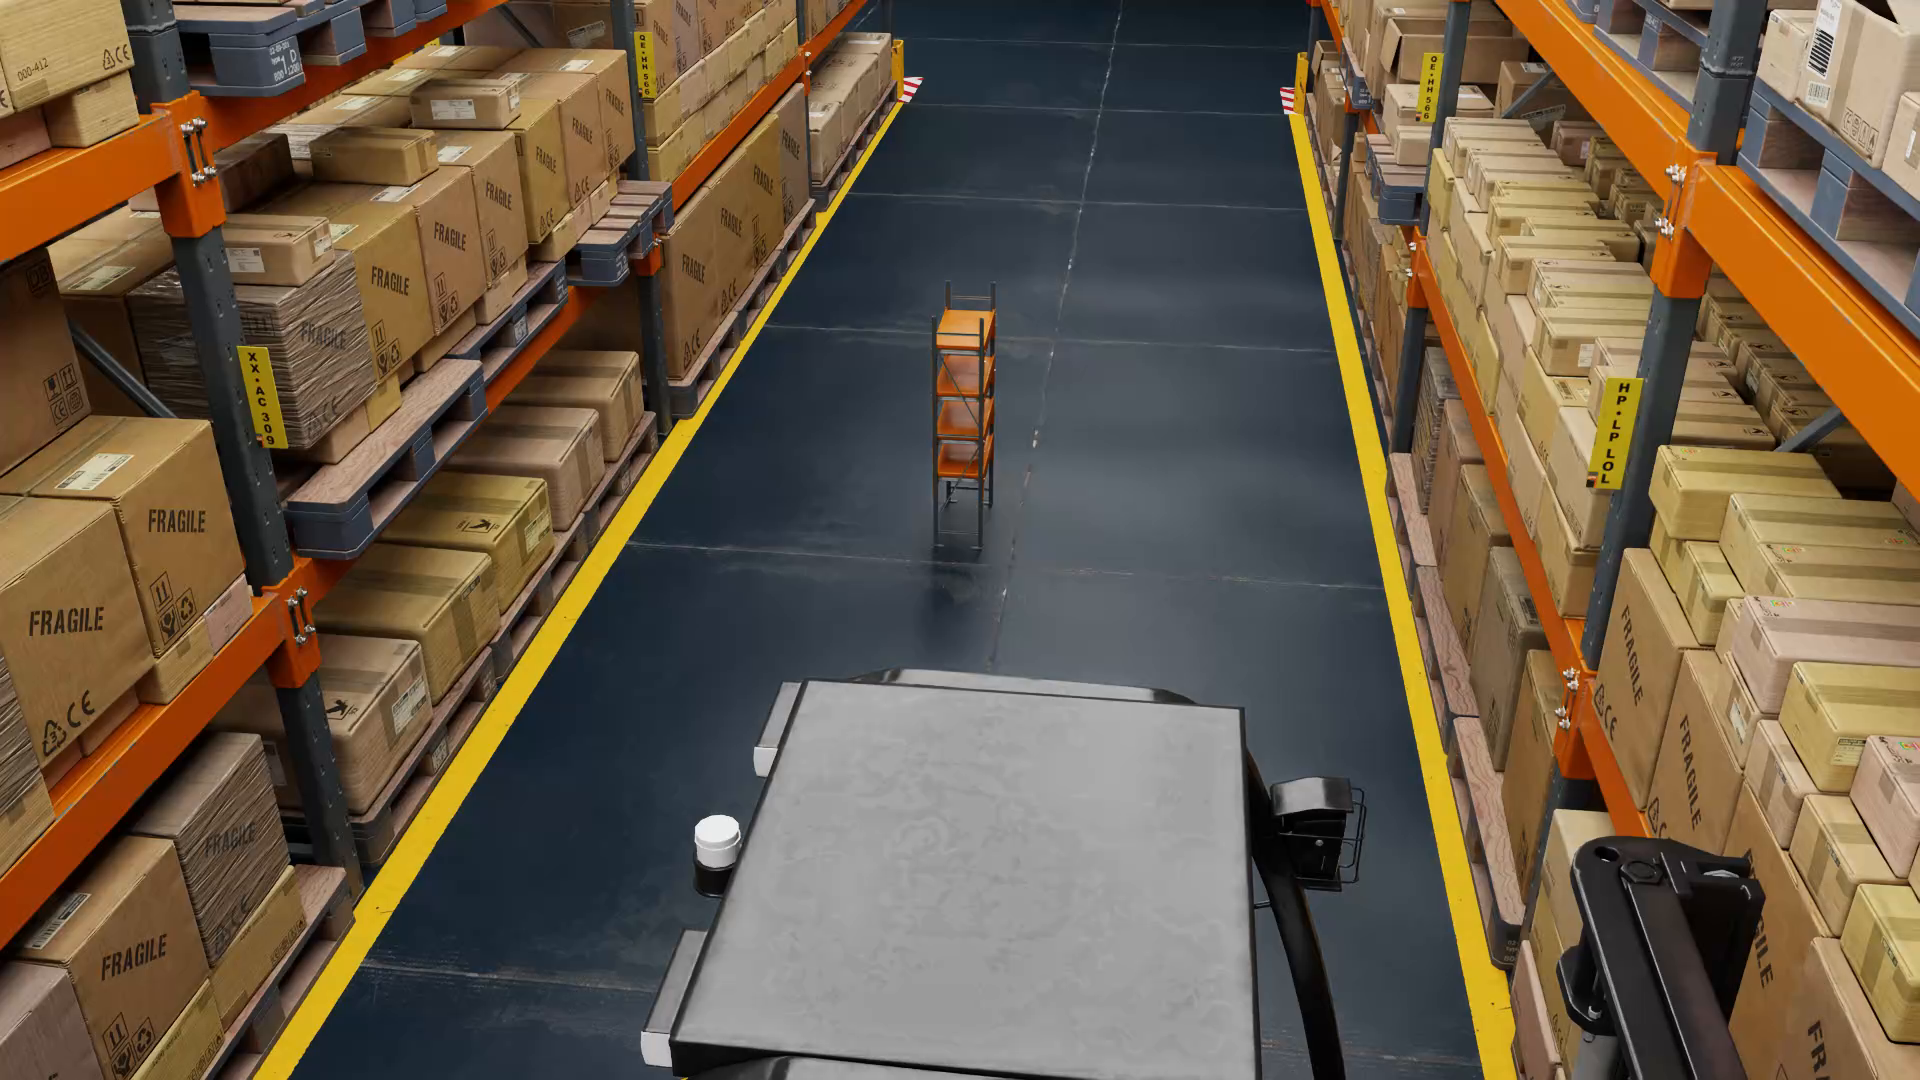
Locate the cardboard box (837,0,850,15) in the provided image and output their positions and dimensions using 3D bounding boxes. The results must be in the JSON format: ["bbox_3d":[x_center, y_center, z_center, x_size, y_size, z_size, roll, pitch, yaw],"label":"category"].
[{"bbox_3d":[-1.191,-4.556,13.438,0.500,0.500,0.500,4,29,7],"label":"cardboard box"}]

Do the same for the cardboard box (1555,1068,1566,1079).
[{"bbox_3d":[1.870,1.691,4.405,0.500,0.250,0.500,3,28,5],"label":"cardboard box"}]

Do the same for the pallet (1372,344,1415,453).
[{"bbox_3d":[2.924,-0.788,9.490,1.003,0.211,1.213,3,28,6],"label":"pallet"}]

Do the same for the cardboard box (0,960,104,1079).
[{"bbox_3d":[-2.550,1.399,4.156,0.500,0.500,0.500,5,29,9],"label":"cardboard box"}]

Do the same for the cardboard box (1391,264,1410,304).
[{"bbox_3d":[2.607,-1.414,9.220,0.380,0.149,0.250,2,28,4],"label":"cardboard box"}]

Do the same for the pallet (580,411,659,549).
[{"bbox_3d":[-2.229,-0.358,8.691,1.003,0.211,1.213,3,28,6],"label":"pallet"}]

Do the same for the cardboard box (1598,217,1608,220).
[{"bbox_3d":[2.890,-1.116,6.790,0.500,0.250,0.500,3,28,6],"label":"cardboard box"}]

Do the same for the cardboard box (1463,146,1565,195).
[{"bbox_3d":[2.426,-1.615,7.295,0.380,0.149,0.250,4,29,8],"label":"cardboard box"}]

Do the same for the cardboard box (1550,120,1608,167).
[{"bbox_3d":[2.956,-1.831,7.697,0.380,0.149,0.250,4,29,8],"label":"cardboard box"}]

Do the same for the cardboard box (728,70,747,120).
[{"bbox_3d":[-1.650,-2.824,10.488,0.500,0.250,0.500,3,28,6],"label":"cardboard box"}]

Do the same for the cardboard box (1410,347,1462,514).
[{"bbox_3d":[2.705,-0.513,8.100,0.875,0.625,0.625,4,29,8],"label":"cardboard box"}]

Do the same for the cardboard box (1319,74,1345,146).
[{"bbox_3d":[3.299,-3.591,13.945,0.500,0.500,0.500,4,29,7],"label":"cardboard box"}]

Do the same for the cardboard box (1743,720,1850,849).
[{"bbox_3d":[1.833,0.503,3.364,0.380,0.149,0.250,3,28,6],"label":"cardboard box"}]

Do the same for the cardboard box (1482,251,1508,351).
[{"bbox_3d":[2.316,-0.903,6.394,0.500,0.250,0.500,4,29,7],"label":"cardboard box"}]

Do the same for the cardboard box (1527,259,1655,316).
[{"bbox_3d":[2.253,-0.890,5.950,0.380,0.149,0.250,4,29,7],"label":"cardboard box"}]

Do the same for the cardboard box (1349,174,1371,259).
[{"bbox_3d":[2.947,-2.168,11.304,0.500,0.500,0.500,3,28,6],"label":"cardboard box"}]

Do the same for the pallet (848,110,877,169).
[{"bbox_3d":[-1.324,-3.537,14.594,1.003,0.211,1.213,3,28,6],"label":"pallet"}]

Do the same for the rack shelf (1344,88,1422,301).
[{"bbox_3d":[3.040,-2.291,10.098,1.077,0.370,4.000,3,28,6],"label":"rack shelf"}]

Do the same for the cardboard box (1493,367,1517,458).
[{"bbox_3d":[2.254,-0.439,6.060,0.500,0.250,0.500,4,29,7],"label":"cardboard box"}]

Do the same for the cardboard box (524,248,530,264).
[{"bbox_3d":[-2.101,-1.248,7.226,0.380,0.149,0.250,4,29,7],"label":"cardboard box"}]

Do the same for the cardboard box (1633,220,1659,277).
[{"bbox_3d":[2.787,-1.107,6.353,0.380,0.149,0.250,4,29,8],"label":"cardboard box"}]

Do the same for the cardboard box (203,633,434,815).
[{"bbox_3d":[-2.560,0.655,6.200,0.950,0.372,0.625,4,29,7],"label":"cardboard box"}]

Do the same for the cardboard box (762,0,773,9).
[{"bbox_3d":[-1.503,-3.851,11.076,0.500,0.500,0.500,4,29,7],"label":"cardboard box"}]

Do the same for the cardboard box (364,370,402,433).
[{"bbox_3d":[-2.201,-0.503,5.843,0.380,0.149,0.250,4,29,7],"label":"cardboard box"}]

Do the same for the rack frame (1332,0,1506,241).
[{"bbox_3d":[3.285,-3.549,11.675,1.000,3.000,0.127,3,28,6],"label":"rack frame"}]

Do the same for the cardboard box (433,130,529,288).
[{"bbox_3d":[-2.093,-1.344,6.720,0.500,0.500,0.500,2,28,4],"label":"cardboard box"}]

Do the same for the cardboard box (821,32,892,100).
[{"bbox_3d":[-1.133,-4.459,15.623,0.875,0.438,0.875,2,28,4],"label":"cardboard box"}]

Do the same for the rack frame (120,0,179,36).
[{"bbox_3d":[-2.622,-2.711,3.794,1.000,3.000,0.127,3,28,6],"label":"rack frame"}]

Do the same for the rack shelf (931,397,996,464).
[{"bbox_3d":[0.020,-0.547,8.142,0.258,0.148,0.480,3,28,6],"label":"rack shelf"}]

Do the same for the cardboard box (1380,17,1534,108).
[{"bbox_3d":[2.811,-2.676,9.502,0.797,0.503,0.637,3,28,5],"label":"cardboard box"}]

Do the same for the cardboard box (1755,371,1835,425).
[{"bbox_3d":[2.646,-0.389,5.020,0.380,0.149,0.250,2,28,5],"label":"cardboard box"}]

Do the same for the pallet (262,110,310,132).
[{"bbox_3d":[-6.373,-3.742,14.974,1.003,0.211,1.213,3,28,6],"label":"pallet"}]

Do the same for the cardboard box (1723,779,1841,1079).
[{"bbox_3d":[1.883,0.851,3.402,0.500,0.500,0.500,3,28,6],"label":"cardboard box"}]

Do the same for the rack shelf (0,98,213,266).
[{"bbox_3d":[-2.867,-0.132,2.929,1.077,0.370,4.000,3,28,6],"label":"rack shelf"}]

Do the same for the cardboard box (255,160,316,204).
[{"bbox_3d":[-2.665,-1.137,6.335,0.500,0.500,0.500,4,29,8],"label":"cardboard box"}]

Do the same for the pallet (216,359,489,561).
[{"bbox_3d":[-2.384,-0.337,5.915,1.003,0.211,1.213,3,28,6],"label":"pallet"}]

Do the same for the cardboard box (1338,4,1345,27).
[{"bbox_3d":[3.154,-4.095,12.952,0.380,0.149,0.250,3,28,5],"label":"cardboard box"}]

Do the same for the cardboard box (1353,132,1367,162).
[{"bbox_3d":[2.977,-2.766,11.730,0.380,0.149,0.250,5,29,9],"label":"cardboard box"}]

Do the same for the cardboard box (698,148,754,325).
[{"bbox_3d":[-1.851,-1.942,10.490,0.875,0.875,0.875,4,29,7],"label":"cardboard box"}]

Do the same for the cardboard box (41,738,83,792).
[{"bbox_3d":[-2.536,0.562,4.309,0.380,0.149,0.250,3,28,5],"label":"cardboard box"}]

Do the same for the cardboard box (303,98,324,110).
[{"bbox_3d":[-6.023,-4.014,15.101,0.380,0.149,0.250,4,29,7],"label":"cardboard box"}]

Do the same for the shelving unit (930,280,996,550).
[{"bbox_3d":[0.020,-0.606,8.110,0.258,1.200,0.503,3,28,6],"label":"shelving unit"}]

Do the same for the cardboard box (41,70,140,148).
[{"bbox_3d":[-2.358,-1.114,4.257,0.380,0.149,0.250,3,29,6],"label":"cardboard box"}]

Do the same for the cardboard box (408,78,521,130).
[{"bbox_3d":[-2.052,-1.812,6.905,0.380,0.149,0.250,2,28,4],"label":"cardboard box"}]

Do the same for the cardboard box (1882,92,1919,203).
[{"bbox_3d":[1.854,-0.667,2.879,0.380,0.149,0.250,4,29,8],"label":"cardboard box"}]

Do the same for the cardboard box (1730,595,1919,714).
[{"bbox_3d":[1.873,0.253,3.515,0.380,0.149,0.250,4,29,7],"label":"cardboard box"}]

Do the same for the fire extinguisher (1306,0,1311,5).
[{"bbox_3d":[3.334,-5.330,15.455,0.296,0.674,0.183,3,28,6],"label":"fire extinguisher"}]

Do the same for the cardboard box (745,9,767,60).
[{"bbox_3d":[-1.566,-3.288,10.822,0.500,0.250,0.500,4,29,7],"label":"cardboard box"}]

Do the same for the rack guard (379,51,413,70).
[{"bbox_3d":[-6.086,-4.822,16.674,1.175,0.500,0.348,3,28,6],"label":"rack guard"}]

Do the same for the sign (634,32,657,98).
[{"bbox_3d":[-1.592,-2.401,8.406,0.100,0.325,0.005,3,28,6],"label":"sign"}]

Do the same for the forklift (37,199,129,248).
[{"bbox_3d":[-4.615,-1.703,8.321,1.130,2.935,3.031,4,29,7],"label":"forklift"}]
